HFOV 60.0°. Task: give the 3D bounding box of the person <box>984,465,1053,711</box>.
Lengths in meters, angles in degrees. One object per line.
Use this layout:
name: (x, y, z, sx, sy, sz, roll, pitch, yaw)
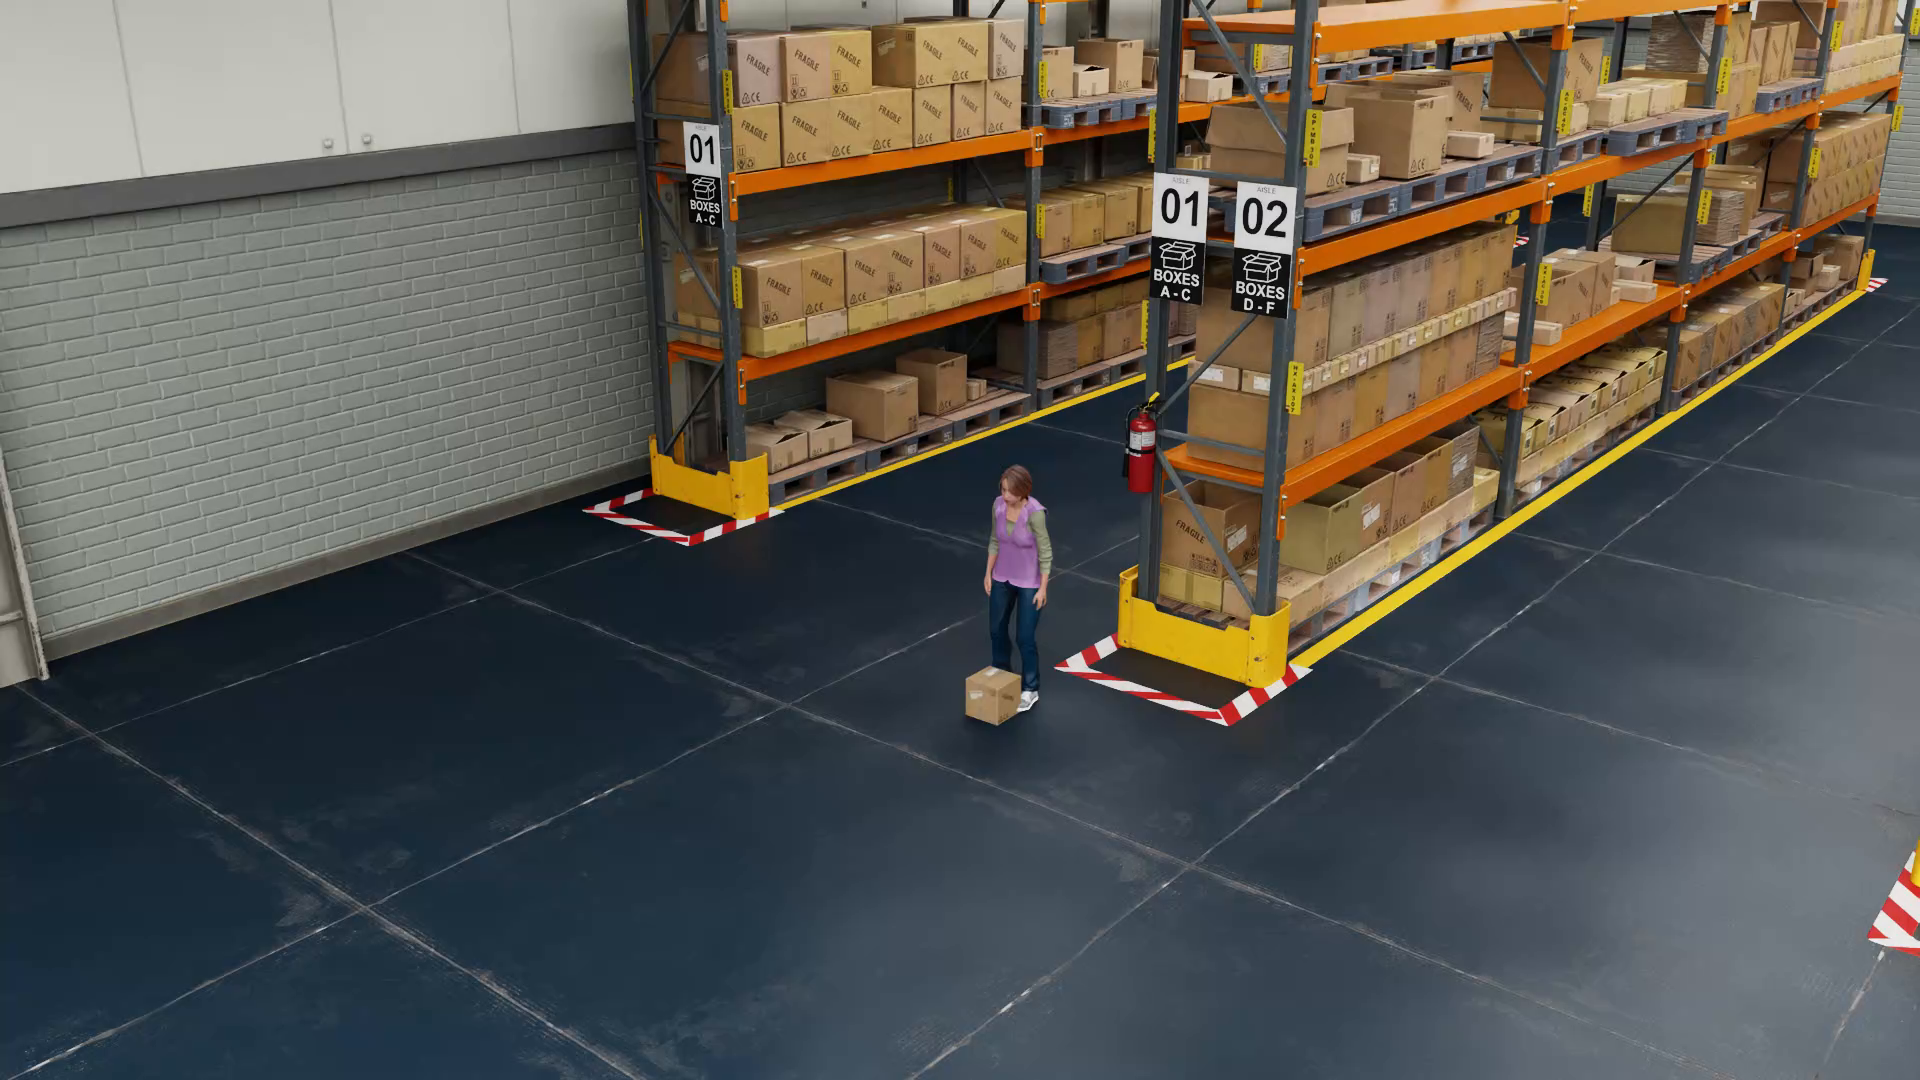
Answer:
person: (0.351, 0.278, 10.352, 0.472, 1.592, 0.347, 15, 25, 34)
